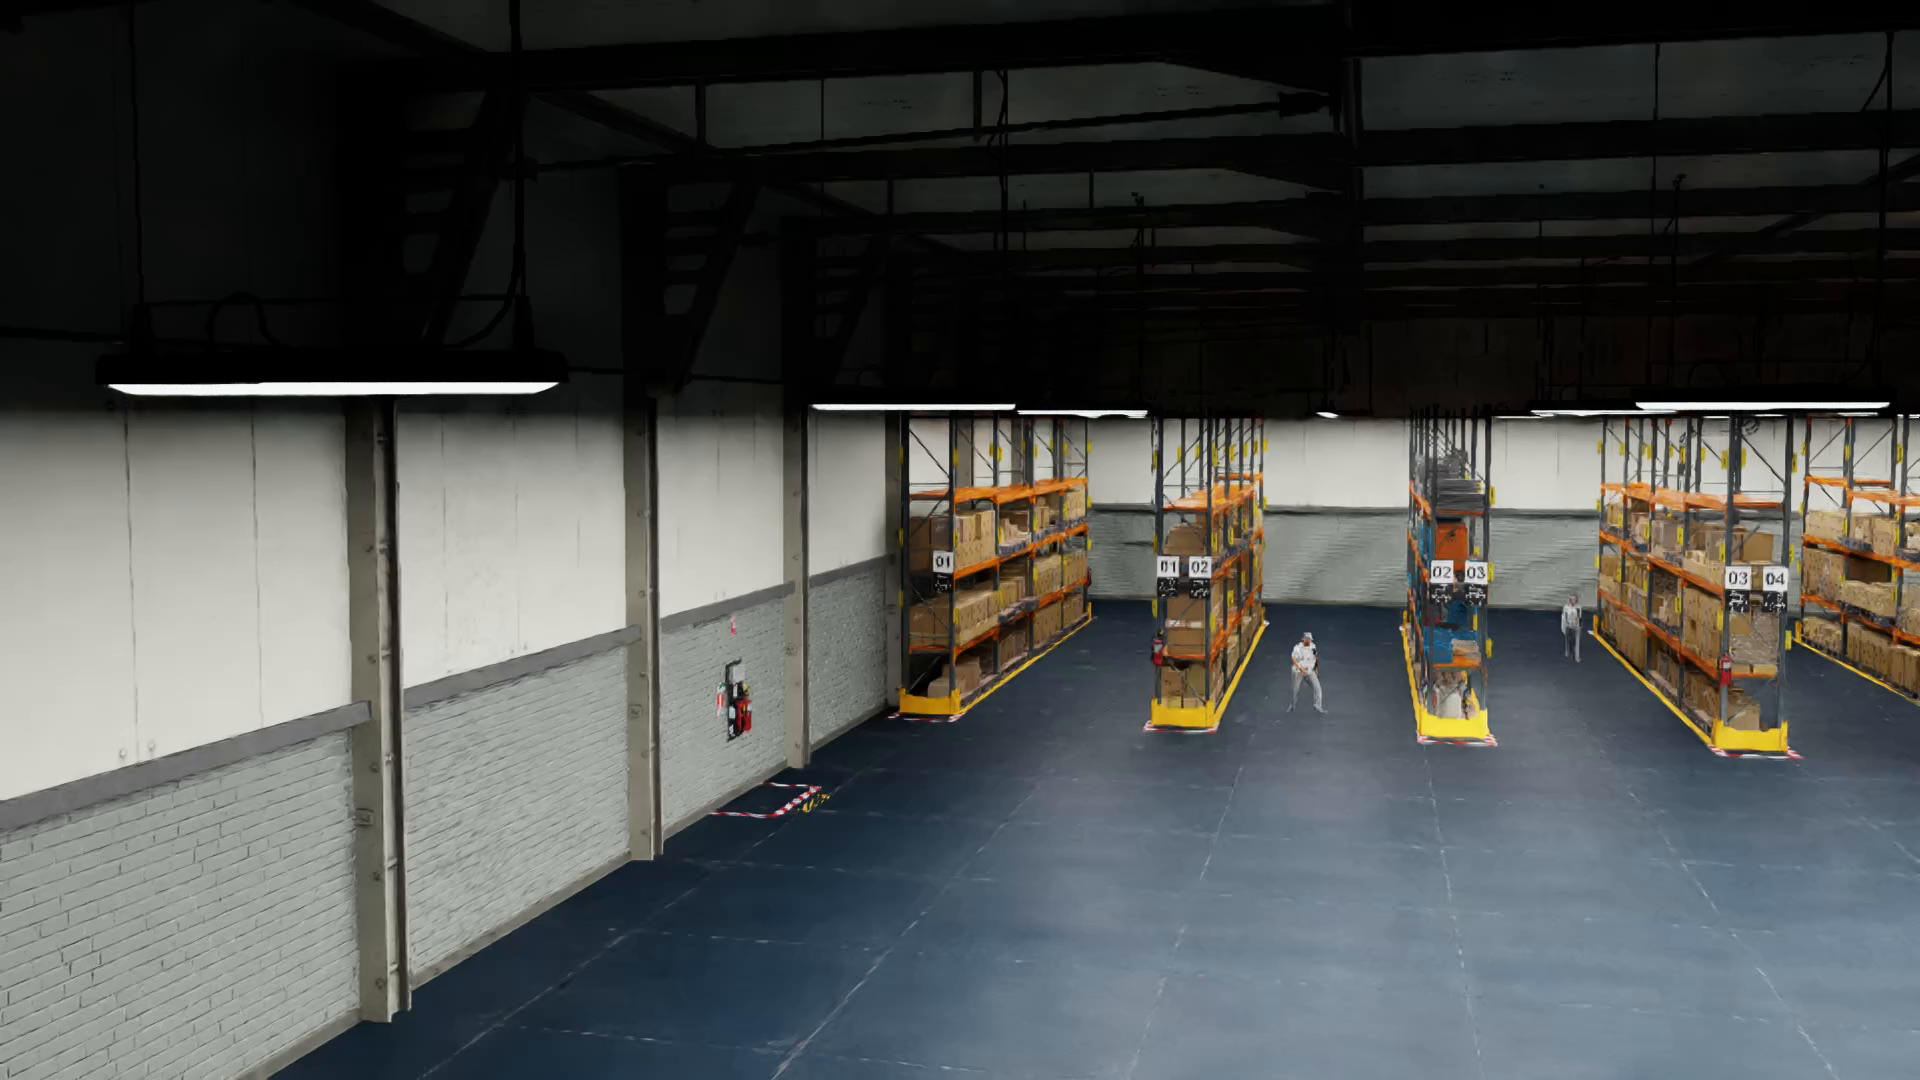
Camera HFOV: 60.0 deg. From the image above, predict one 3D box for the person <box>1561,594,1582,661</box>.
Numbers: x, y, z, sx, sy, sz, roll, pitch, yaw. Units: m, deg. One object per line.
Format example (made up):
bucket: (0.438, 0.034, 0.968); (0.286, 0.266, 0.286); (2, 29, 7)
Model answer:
person: (14.600, 2.062, 39.682); (0.495, 1.586, 1.086); (1, 4, 16)

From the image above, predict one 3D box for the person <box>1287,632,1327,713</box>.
person: (6.781, 2.581, 32.606); (0.662, 1.604, 0.782); (0, 4, -6)
